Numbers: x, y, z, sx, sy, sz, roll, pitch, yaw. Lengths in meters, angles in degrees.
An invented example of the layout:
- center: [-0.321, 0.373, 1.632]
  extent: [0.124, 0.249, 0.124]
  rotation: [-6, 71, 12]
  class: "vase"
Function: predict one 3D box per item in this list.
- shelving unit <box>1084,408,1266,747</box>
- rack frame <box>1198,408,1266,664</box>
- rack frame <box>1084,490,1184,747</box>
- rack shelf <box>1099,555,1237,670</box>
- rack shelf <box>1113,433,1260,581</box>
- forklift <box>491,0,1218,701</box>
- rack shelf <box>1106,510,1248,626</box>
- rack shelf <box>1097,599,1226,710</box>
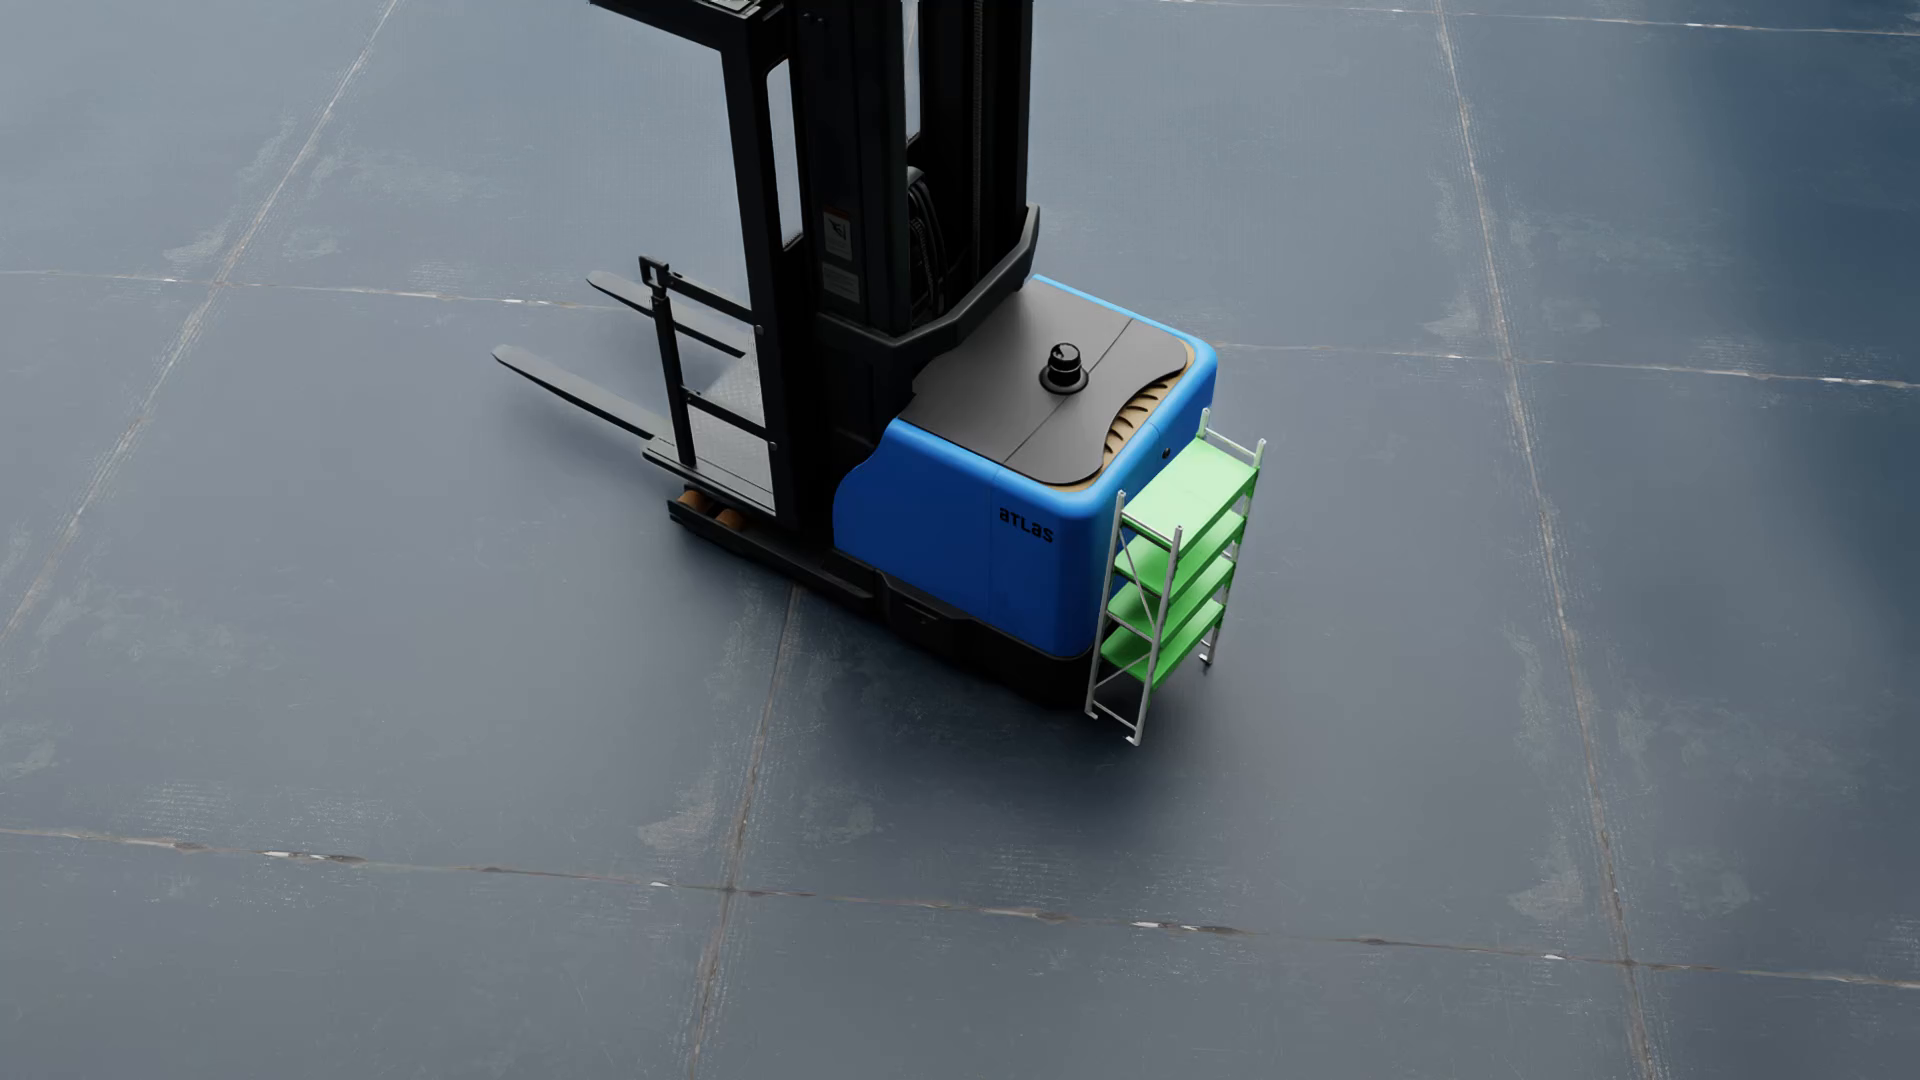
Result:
- center: [0.729, 0.158, 5.785]
  extent: [0.258, 1.200, 0.503]
  rotation: [32, 55, 23]
  class: "shelving unit"
- center: [0.882, 0.017, 5.914]
  extent: [0.240, 1.200, 0.015]
  rotation: [32, 55, 23]
  class: "rack frame"
- center: [0.577, 0.298, 5.657]
  extent: [0.240, 1.200, 0.015]
  rotation: [32, 55, 23]
  class: "rack frame"
- center: [0.727, 0.199, 5.834]
  extent: [0.258, 0.148, 0.480]
  rotation: [32, 55, 23]
  class: "rack shelf"
- center: [0.743, -0.115, 5.471]
  extent: [0.258, 0.148, 0.480]
  rotation: [32, 55, 23]
  class: "rack shelf"
- center: [-0.578, -1.250, 5.907]
  extent: [3.031, 2.935, 1.130]
  rotation: [26, 52, 22]
  class: "forklift"
- center: [0.735, 0.042, 5.653]
  extent: [0.258, 0.148, 0.480]
  rotation: [32, 55, 23]
  class: "rack shelf"
- center: [0.720, 0.357, 6.015]
  extent: [0.258, 0.148, 0.480]
  rotation: [32, 55, 23]
  class: "rack shelf"
